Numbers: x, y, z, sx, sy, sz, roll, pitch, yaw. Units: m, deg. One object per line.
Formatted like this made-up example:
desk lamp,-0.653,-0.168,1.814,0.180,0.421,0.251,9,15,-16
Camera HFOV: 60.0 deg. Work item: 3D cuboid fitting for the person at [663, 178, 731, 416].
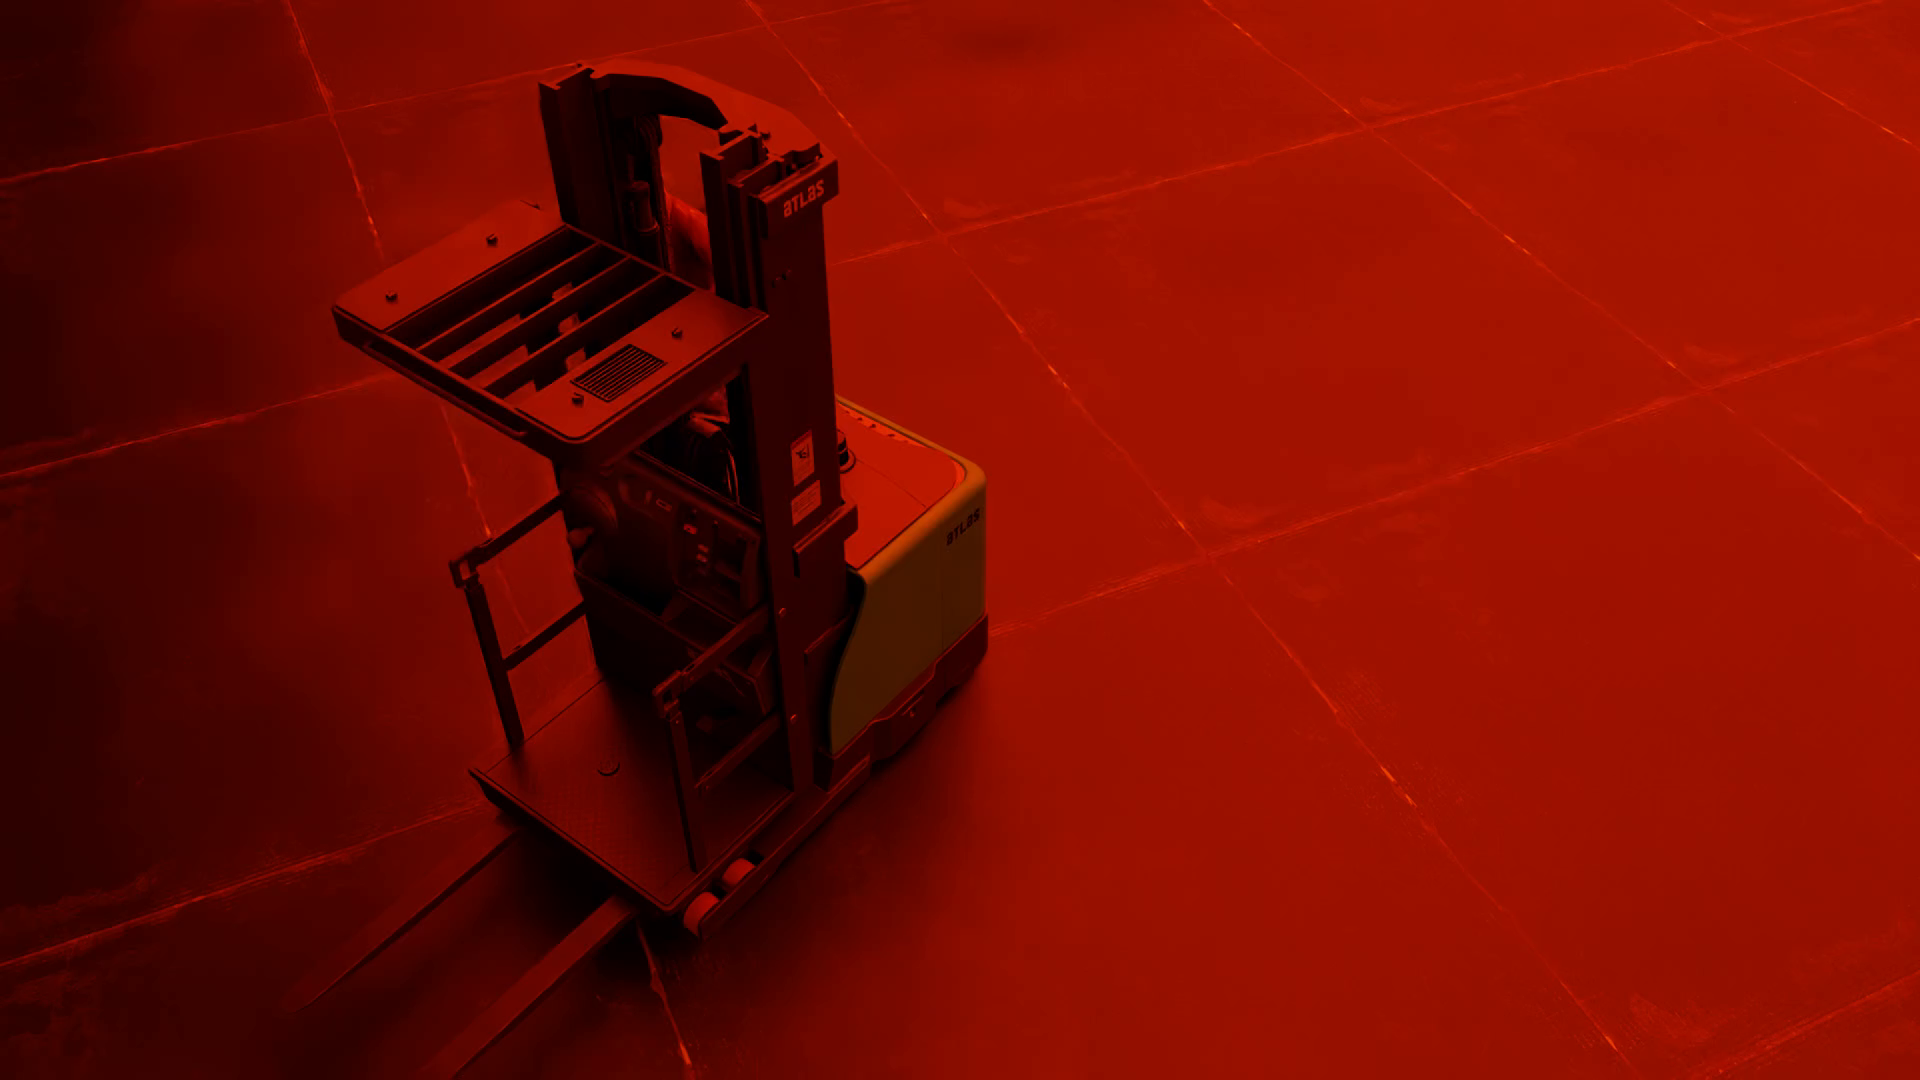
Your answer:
person,-1.347,-1.099,7.935,0.509,1.615,1.034,-25,49,-25

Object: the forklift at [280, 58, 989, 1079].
forklift,-1.175,0.052,5.671,1.129,2.867,3.031,28,50,26
